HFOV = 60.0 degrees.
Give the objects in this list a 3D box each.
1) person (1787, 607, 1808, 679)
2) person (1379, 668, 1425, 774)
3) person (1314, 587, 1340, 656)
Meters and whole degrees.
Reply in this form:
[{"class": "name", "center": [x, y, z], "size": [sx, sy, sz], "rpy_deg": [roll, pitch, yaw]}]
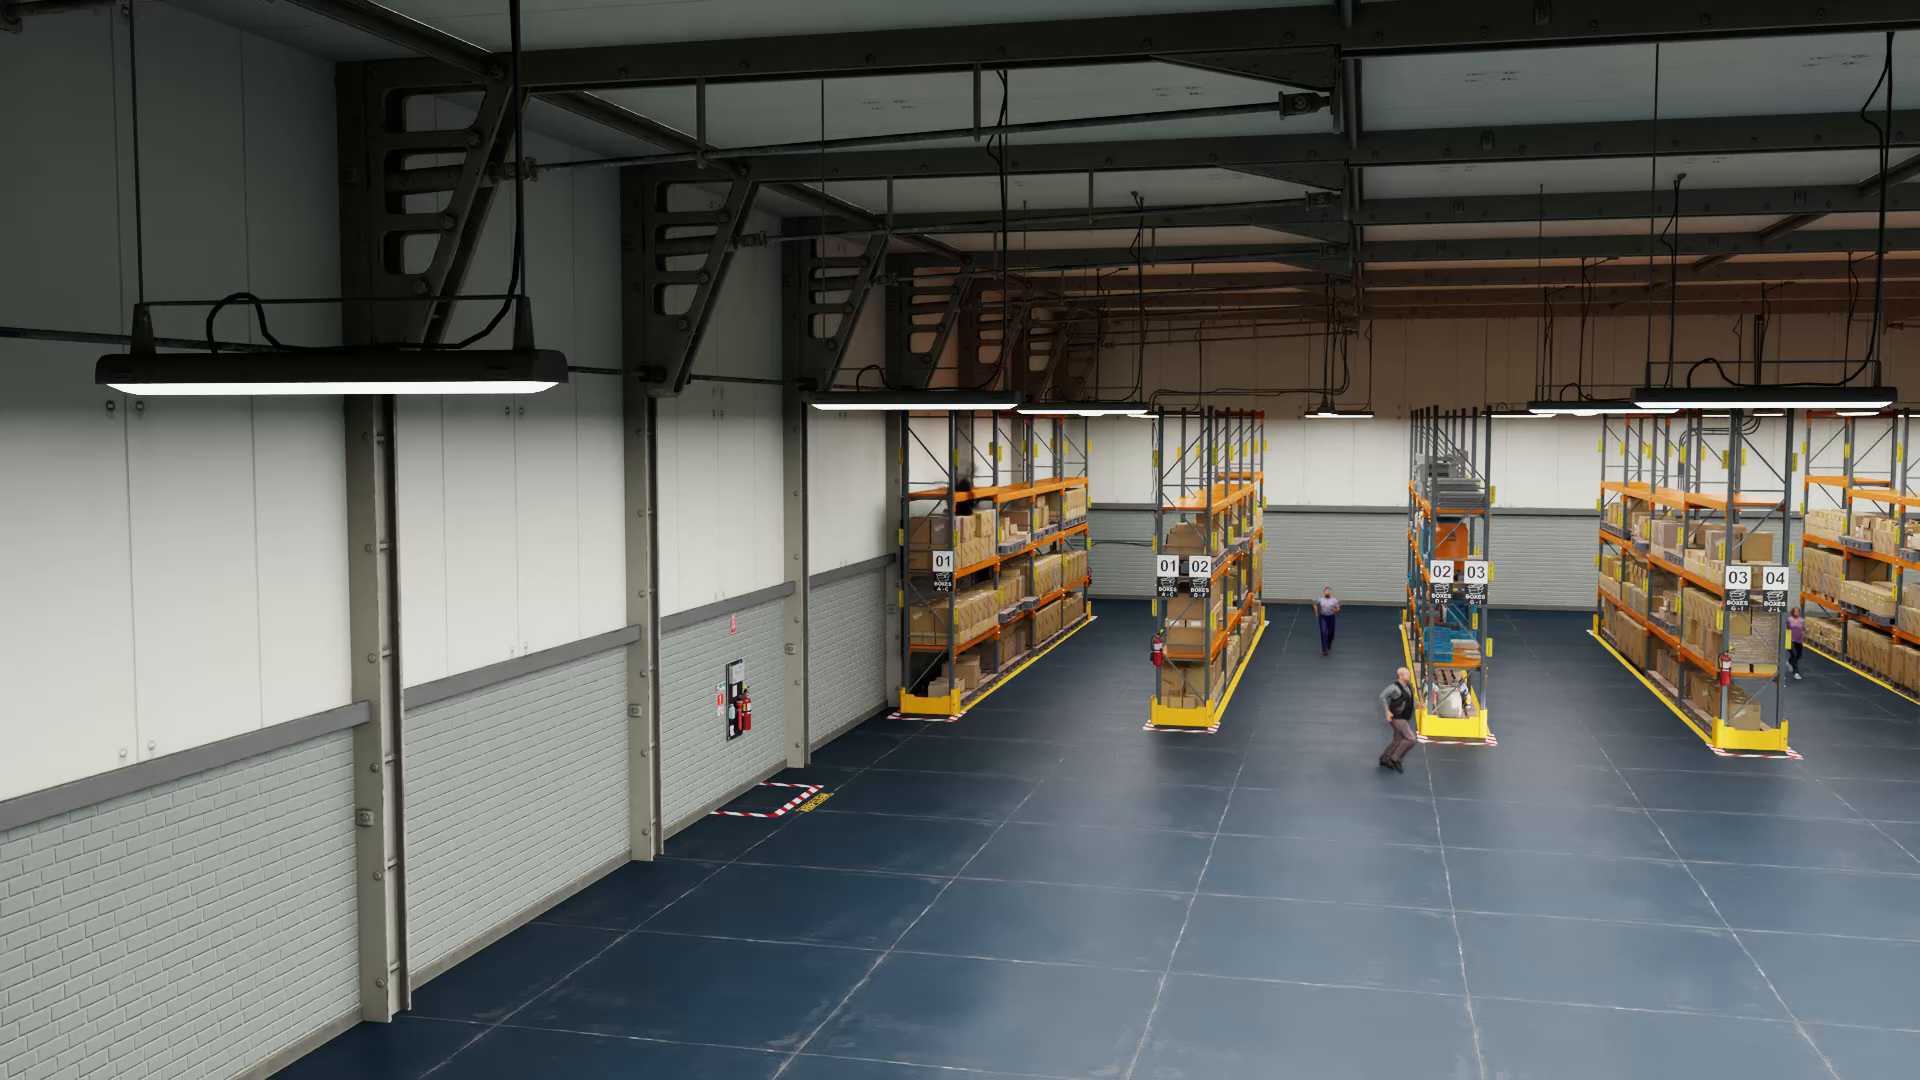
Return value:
[{"class": "person", "center": [18.574, 2.265, 37.046], "size": [0.538, 1.576, 0.804], "rpy_deg": [1, 4, 9]}, {"class": "person", "center": [7.176, 2.930, 27.048], "size": [0.775, 1.722, 0.624], "rpy_deg": [3, 5, 40]}, {"class": "person", "center": [8.989, 1.966, 40.713], "size": [0.608, 1.632, 0.943], "rpy_deg": [0, 4, 4]}]
